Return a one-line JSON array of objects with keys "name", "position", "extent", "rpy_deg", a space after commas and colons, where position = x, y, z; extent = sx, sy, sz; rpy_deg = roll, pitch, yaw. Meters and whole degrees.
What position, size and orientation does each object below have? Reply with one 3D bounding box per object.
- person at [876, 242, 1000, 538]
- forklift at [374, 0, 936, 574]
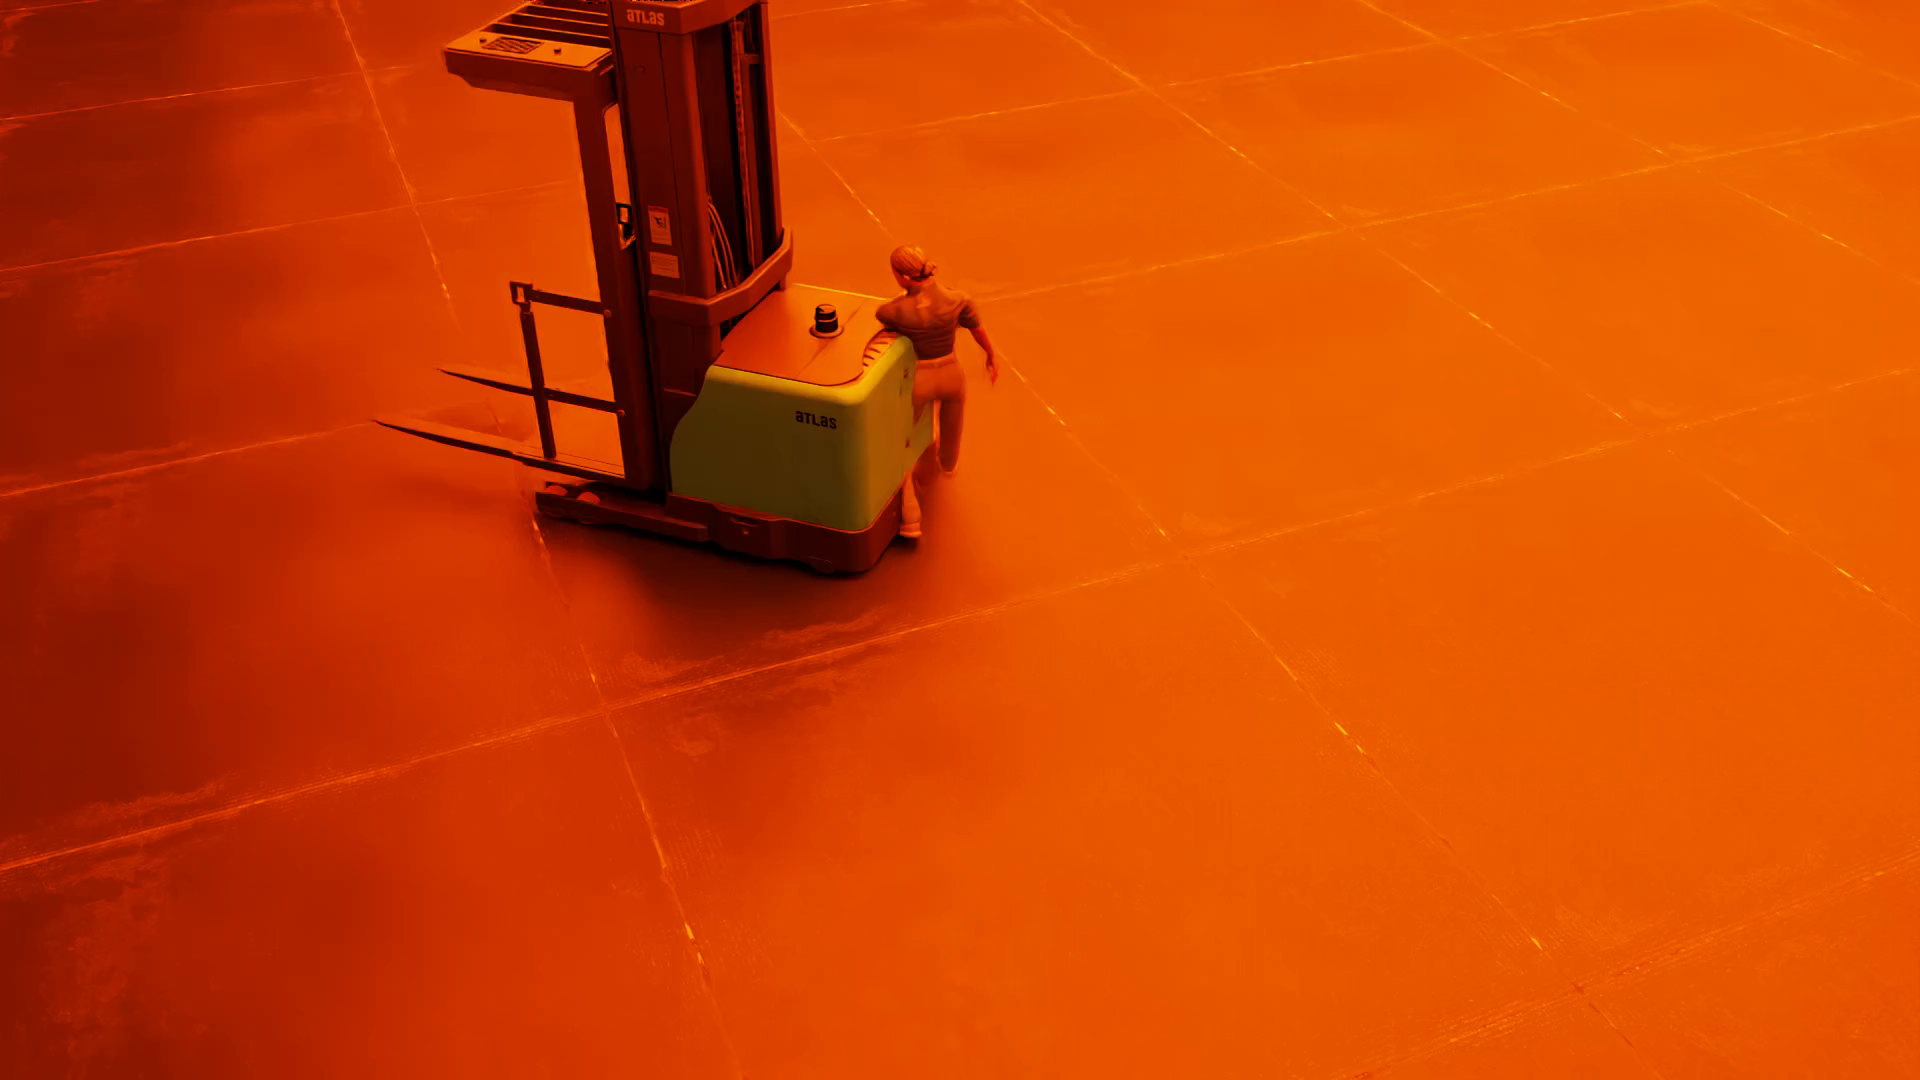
[{"name": "person", "position": [-0.157, -0.872, 8.554], "extent": [0.743, 1.540, 0.879], "rpy_deg": [-14, 38, -19]}, {"name": "forklift", "position": [-1.701, -1.549, 8.278], "extent": [3.031, 2.935, 1.130], "rpy_deg": [12, 37, 17]}]
